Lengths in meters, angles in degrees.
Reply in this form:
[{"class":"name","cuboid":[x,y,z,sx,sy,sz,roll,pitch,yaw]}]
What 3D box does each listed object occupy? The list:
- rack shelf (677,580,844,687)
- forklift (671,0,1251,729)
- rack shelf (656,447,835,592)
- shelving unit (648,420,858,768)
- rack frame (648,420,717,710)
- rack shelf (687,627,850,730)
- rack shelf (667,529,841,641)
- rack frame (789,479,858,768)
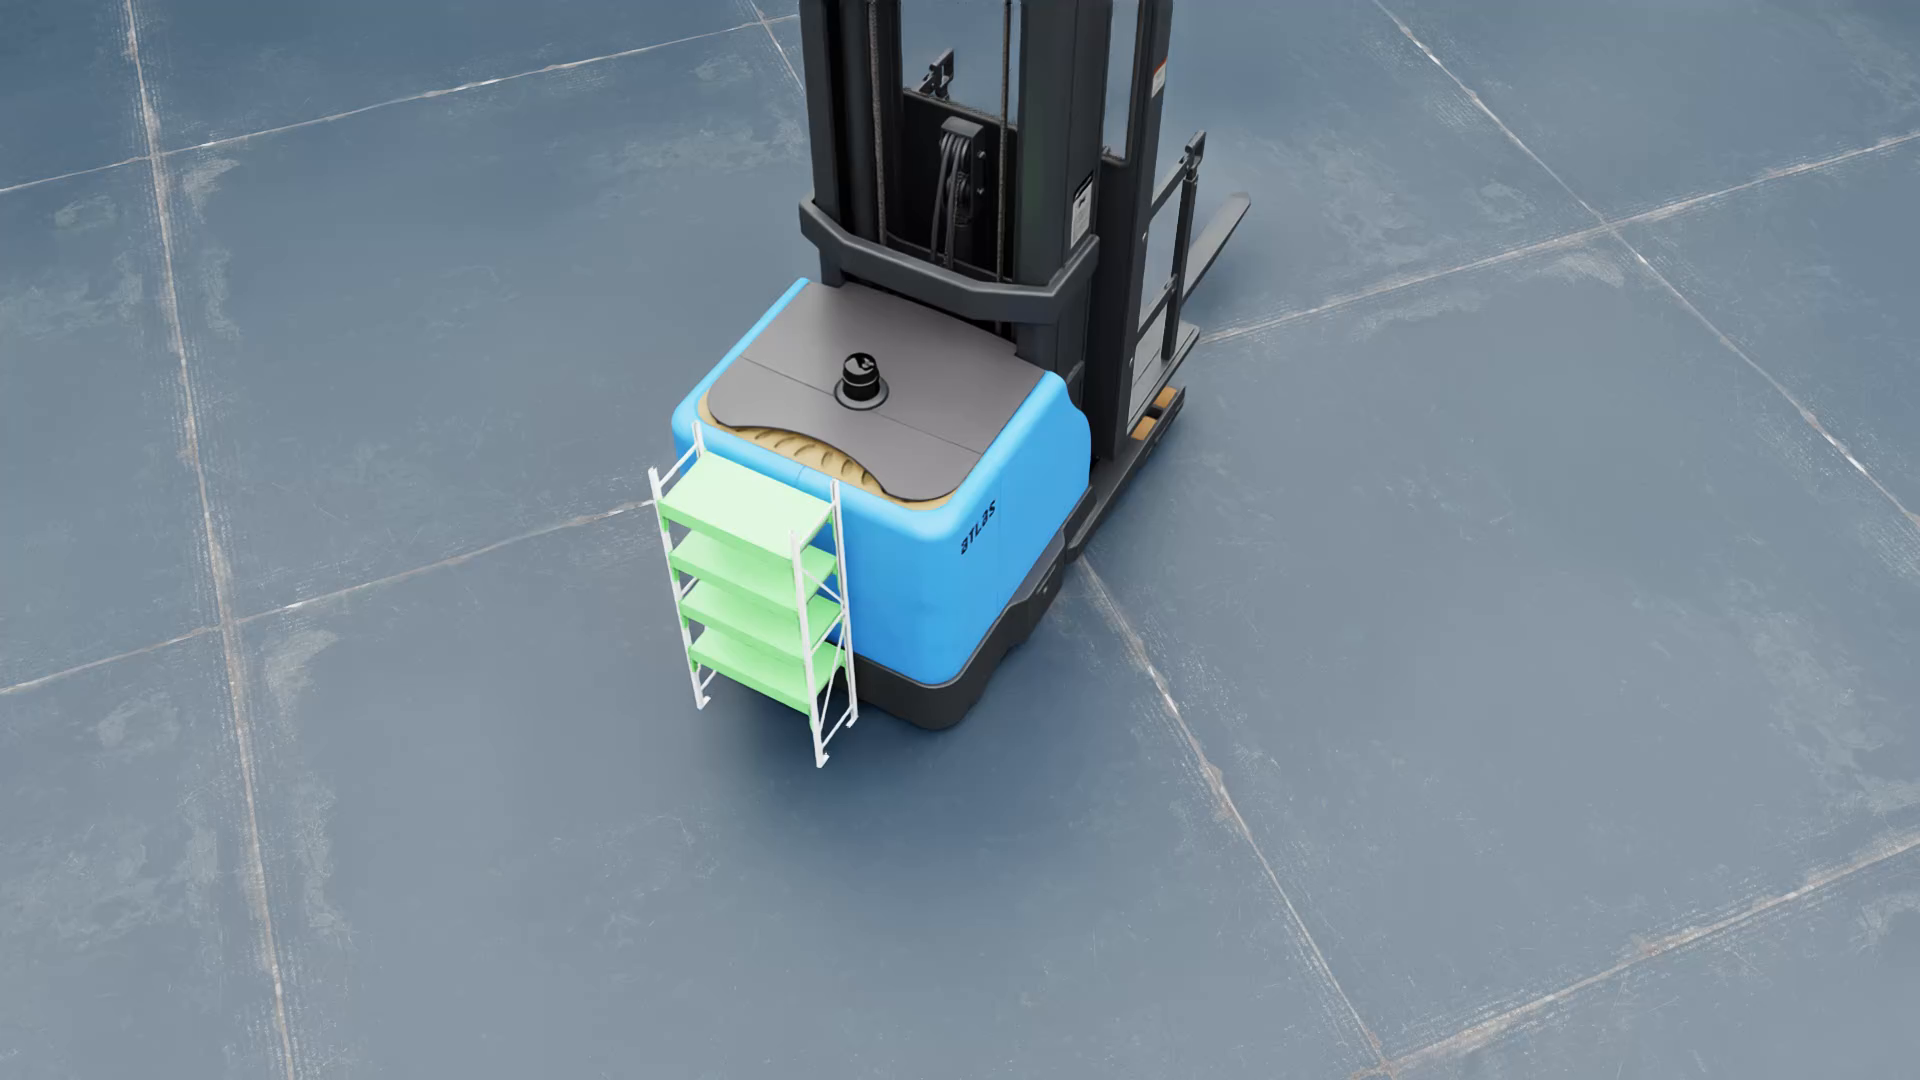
[{"class":"rack shelf","cuboid":[-0.630,0.246,5.332,0.480,0.148,0.258,23,53,19]},{"class":"forklift","cuboid":[0.238,-1.437,5.552,1.130,2.935,3.031,23,53,19]},{"class":"rack shelf","cuboid":[-0.630,-0.066,4.967,0.480,0.148,0.258,23,53,19]},{"class":"shelving unit","cuboid":[-0.630,0.205,5.283,0.503,1.200,0.258,23,53,19]},{"class":"rack frame","cuboid":[-0.843,0.114,5.361,0.015,1.200,0.240,23,53,19]},{"class":"rack shelf","cuboid":[-0.629,0.402,5.514,0.480,0.148,0.258,23,53,19]},{"class":"rack shelf","cuboid":[-0.630,0.090,5.149,0.480,0.148,0.258,23,53,19]},{"class":"rack frame","cuboid":[-0.417,0.295,5.206,0.015,1.200,0.240,23,53,19]}]
